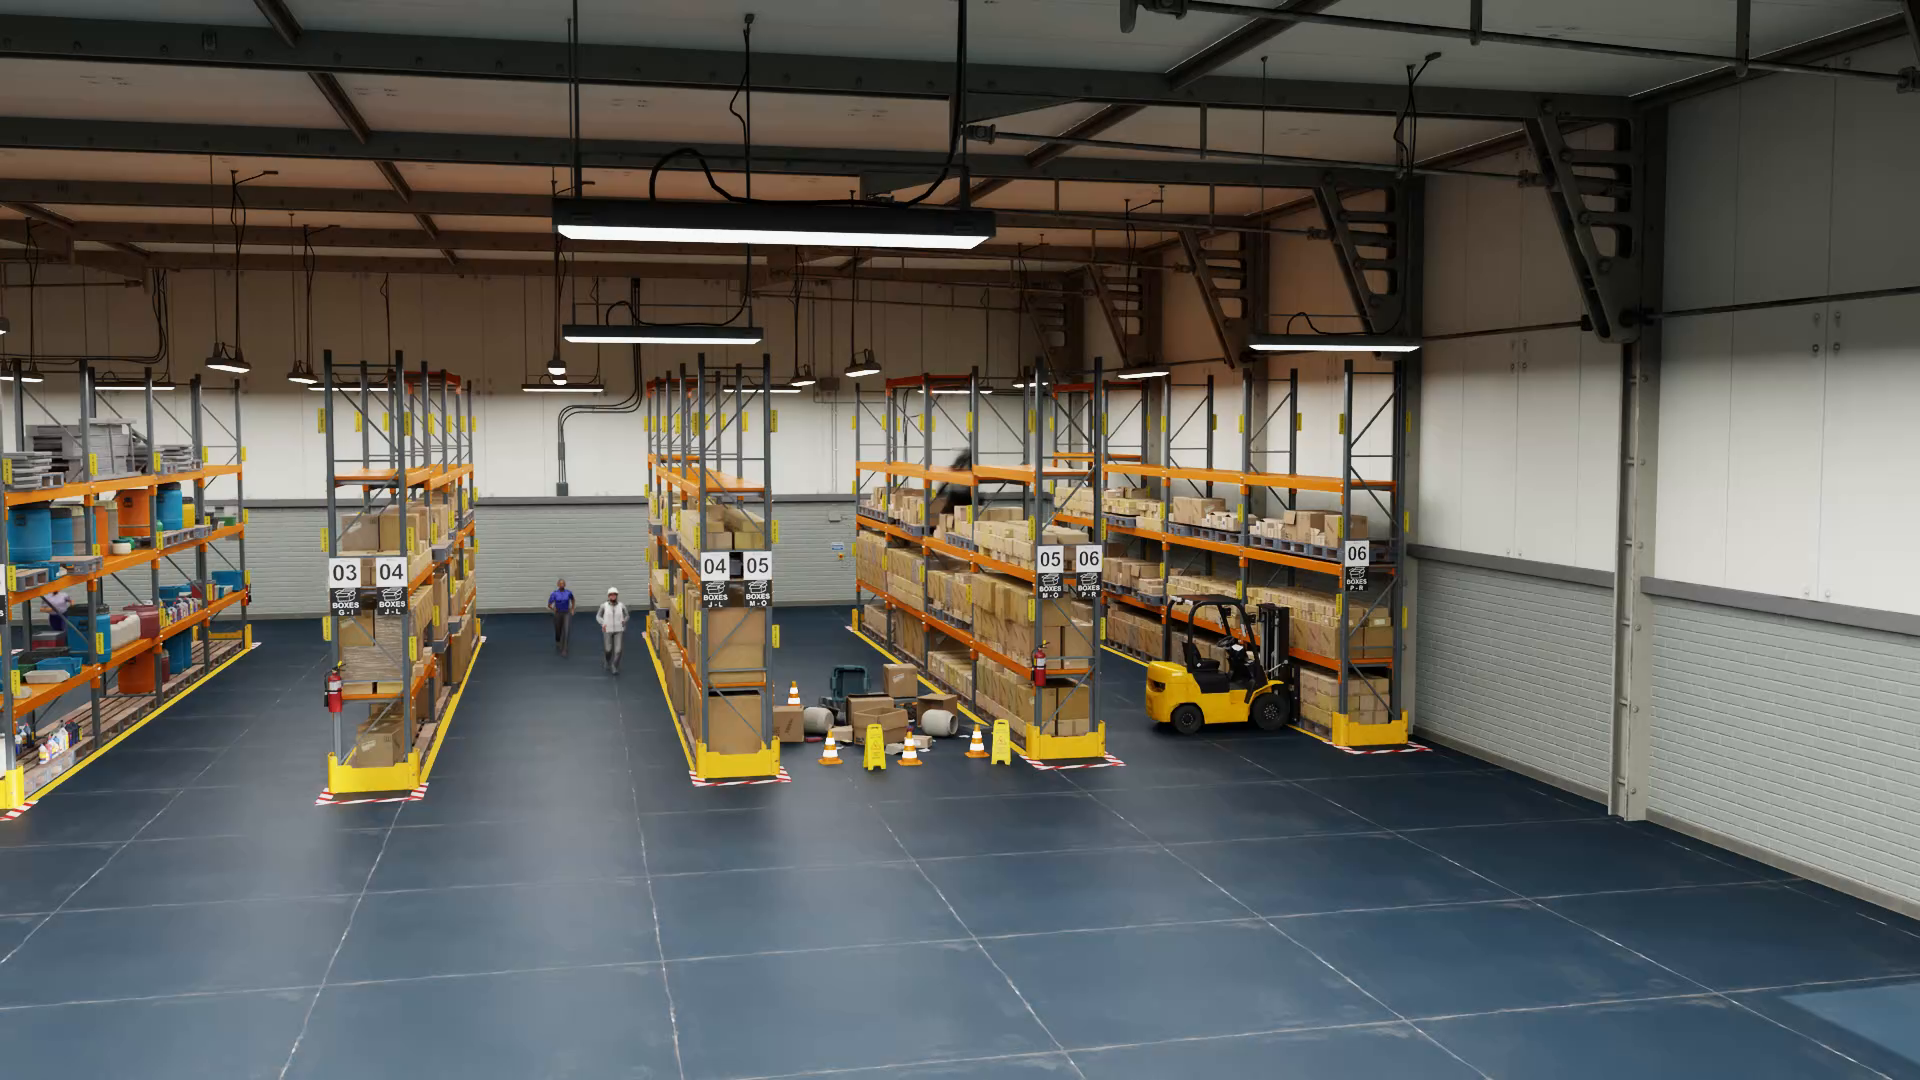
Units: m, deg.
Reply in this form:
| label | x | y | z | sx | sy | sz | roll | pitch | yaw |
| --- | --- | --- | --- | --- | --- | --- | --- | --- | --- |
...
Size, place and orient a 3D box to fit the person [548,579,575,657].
| label | x | y | z | sx | sy | sz | roll | pitch | yaw |
| --- | --- | --- | --- | --- | --- | --- | --- | --- | --- |
| person | -8.644 | 1.683 | 36.123 | 0.594 | 1.659 | 0.878 | -1 | 4 | -19 |

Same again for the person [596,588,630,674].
| label | x | y | z | sx | sy | sz | roll | pitch | yaw |
| --- | --- | --- | --- | --- | --- | --- | --- | --- | --- |
| person | -6.935 | 1.820 | 33.309 | 0.655 | 1.723 | 0.598 | -1 | 4 | -16 |

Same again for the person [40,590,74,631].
| label | x | y | z | sx | sy | sz | roll | pitch | yaw |
| --- | --- | --- | --- | --- | --- | --- | --- | --- | --- |
| person | -19.338 | 1.718 | 35.624 | 0.626 | 1.633 | 0.887 | -2 | 4 | -24 |
